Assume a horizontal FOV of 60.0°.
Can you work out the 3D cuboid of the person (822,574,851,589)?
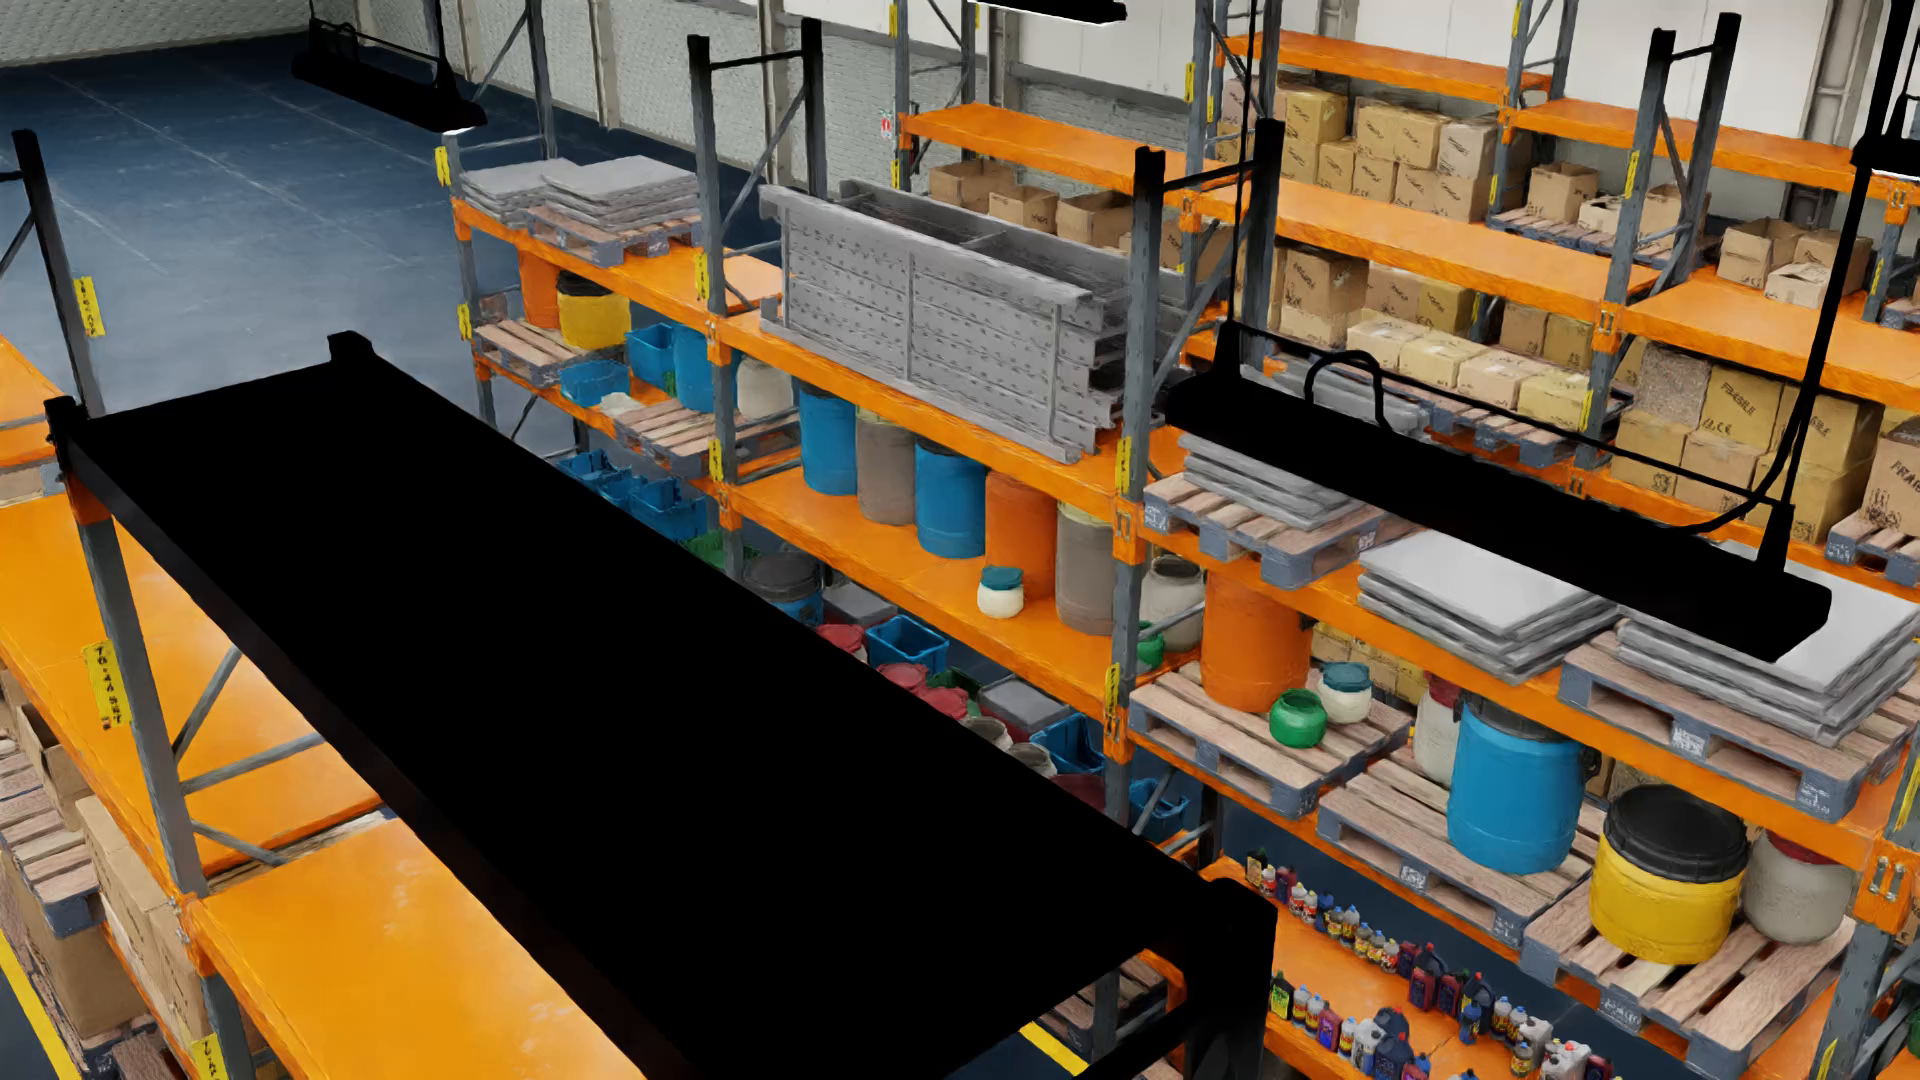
[{"bbox_3d":[-1.062,-0.056,15.816,0.539,1.665,0.572,-6,28,-12],"label":"person"}]
